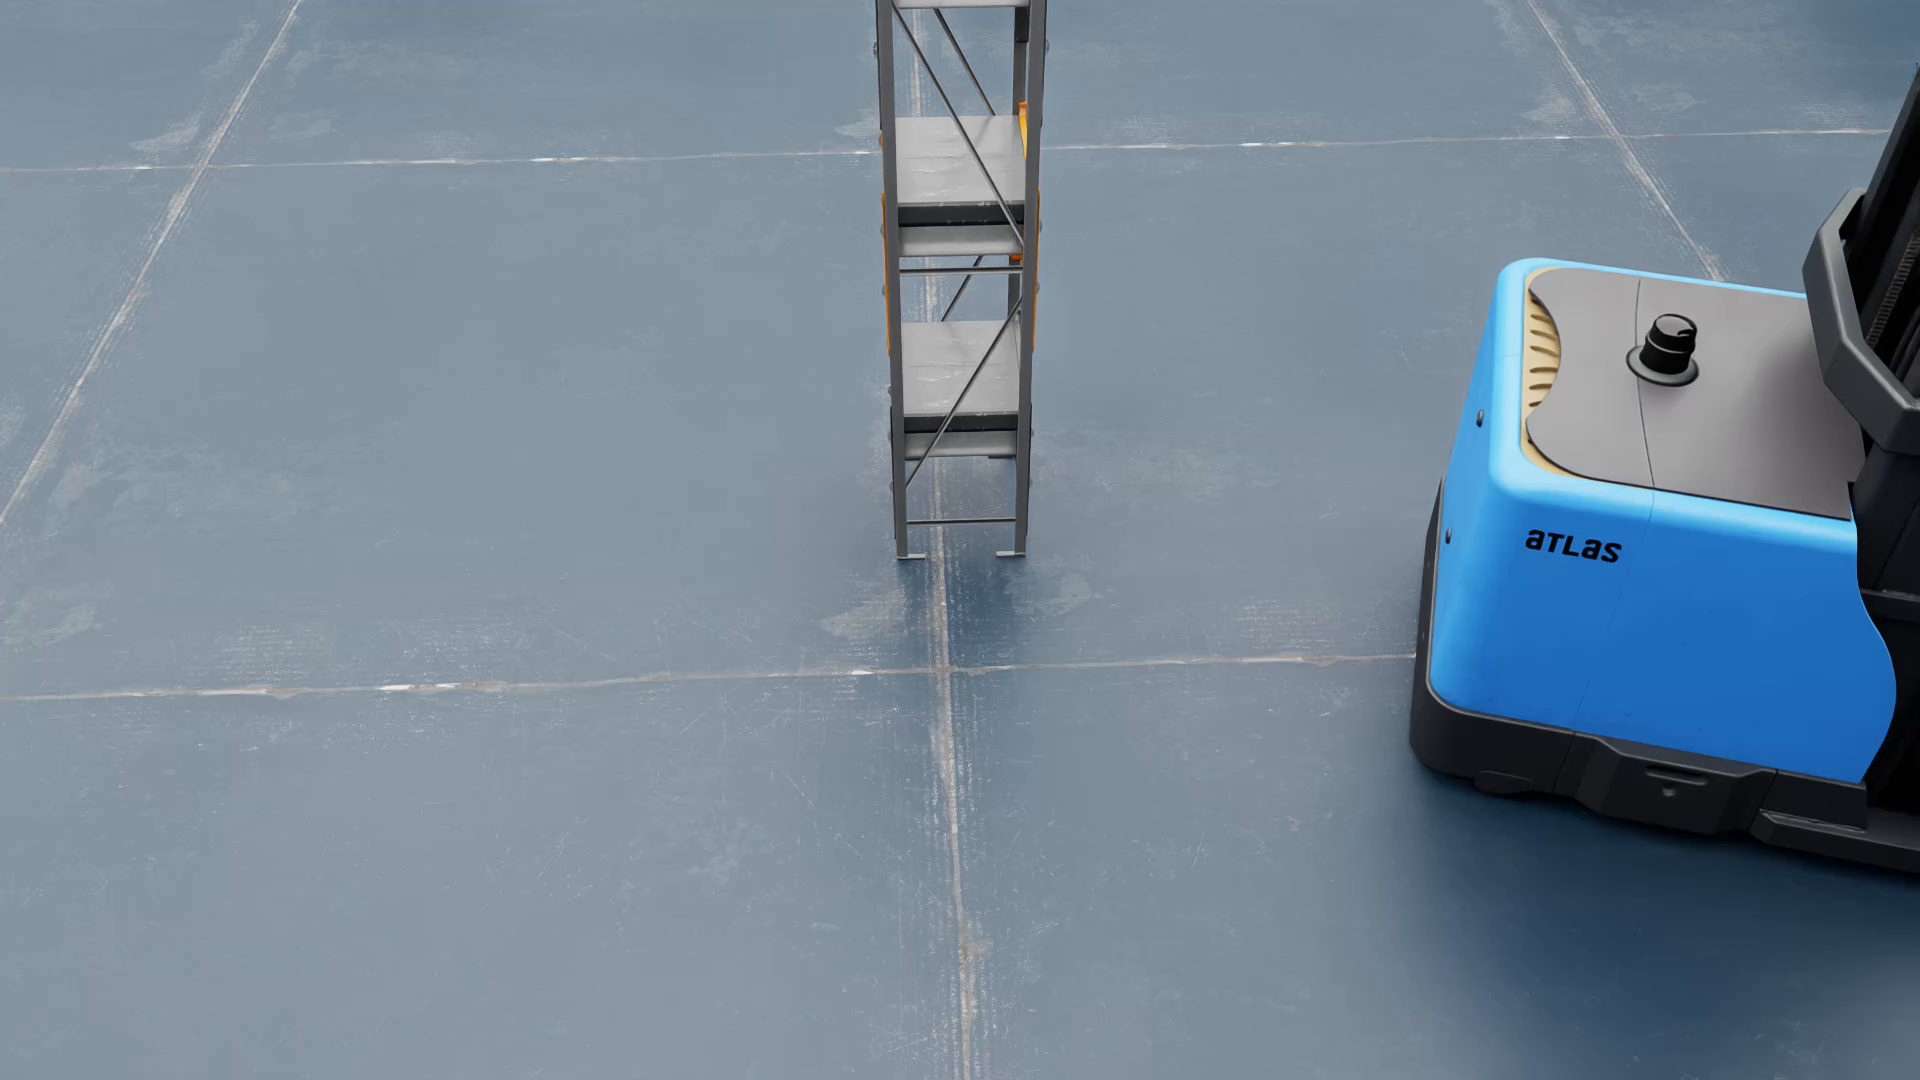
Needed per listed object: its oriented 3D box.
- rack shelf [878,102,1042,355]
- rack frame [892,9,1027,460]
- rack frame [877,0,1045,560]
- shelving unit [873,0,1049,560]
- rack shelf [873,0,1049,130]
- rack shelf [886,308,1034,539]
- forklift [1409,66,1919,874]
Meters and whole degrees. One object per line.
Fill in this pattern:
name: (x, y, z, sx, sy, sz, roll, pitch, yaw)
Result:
rack shelf: (-0.007, -0.876, 4.672, 0.431, 0.518, 0.480, -2, 43, -2)
rack frame: (-0.017, -1.051, 4.842, 0.400, 2.100, 0.015, -2, 43, -2)
rack frame: (0.003, -0.721, 4.483, 0.400, 2.100, 0.015, -2, 43, -2)
shelving unit: (-0.007, -0.886, 4.662, 0.431, 2.100, 0.503, -2, 43, -2)
rack shelf: (-0.007, -1.392, 4.199, 0.431, 0.518, 0.480, -2, 43, -2)
rack shelf: (-0.007, -0.360, 5.145, 0.431, 0.518, 0.480, -2, 43, -2)
forklift: (2.802, -0.500, 3.626, 3.031, 2.935, 1.130, 10, 43, 11)
